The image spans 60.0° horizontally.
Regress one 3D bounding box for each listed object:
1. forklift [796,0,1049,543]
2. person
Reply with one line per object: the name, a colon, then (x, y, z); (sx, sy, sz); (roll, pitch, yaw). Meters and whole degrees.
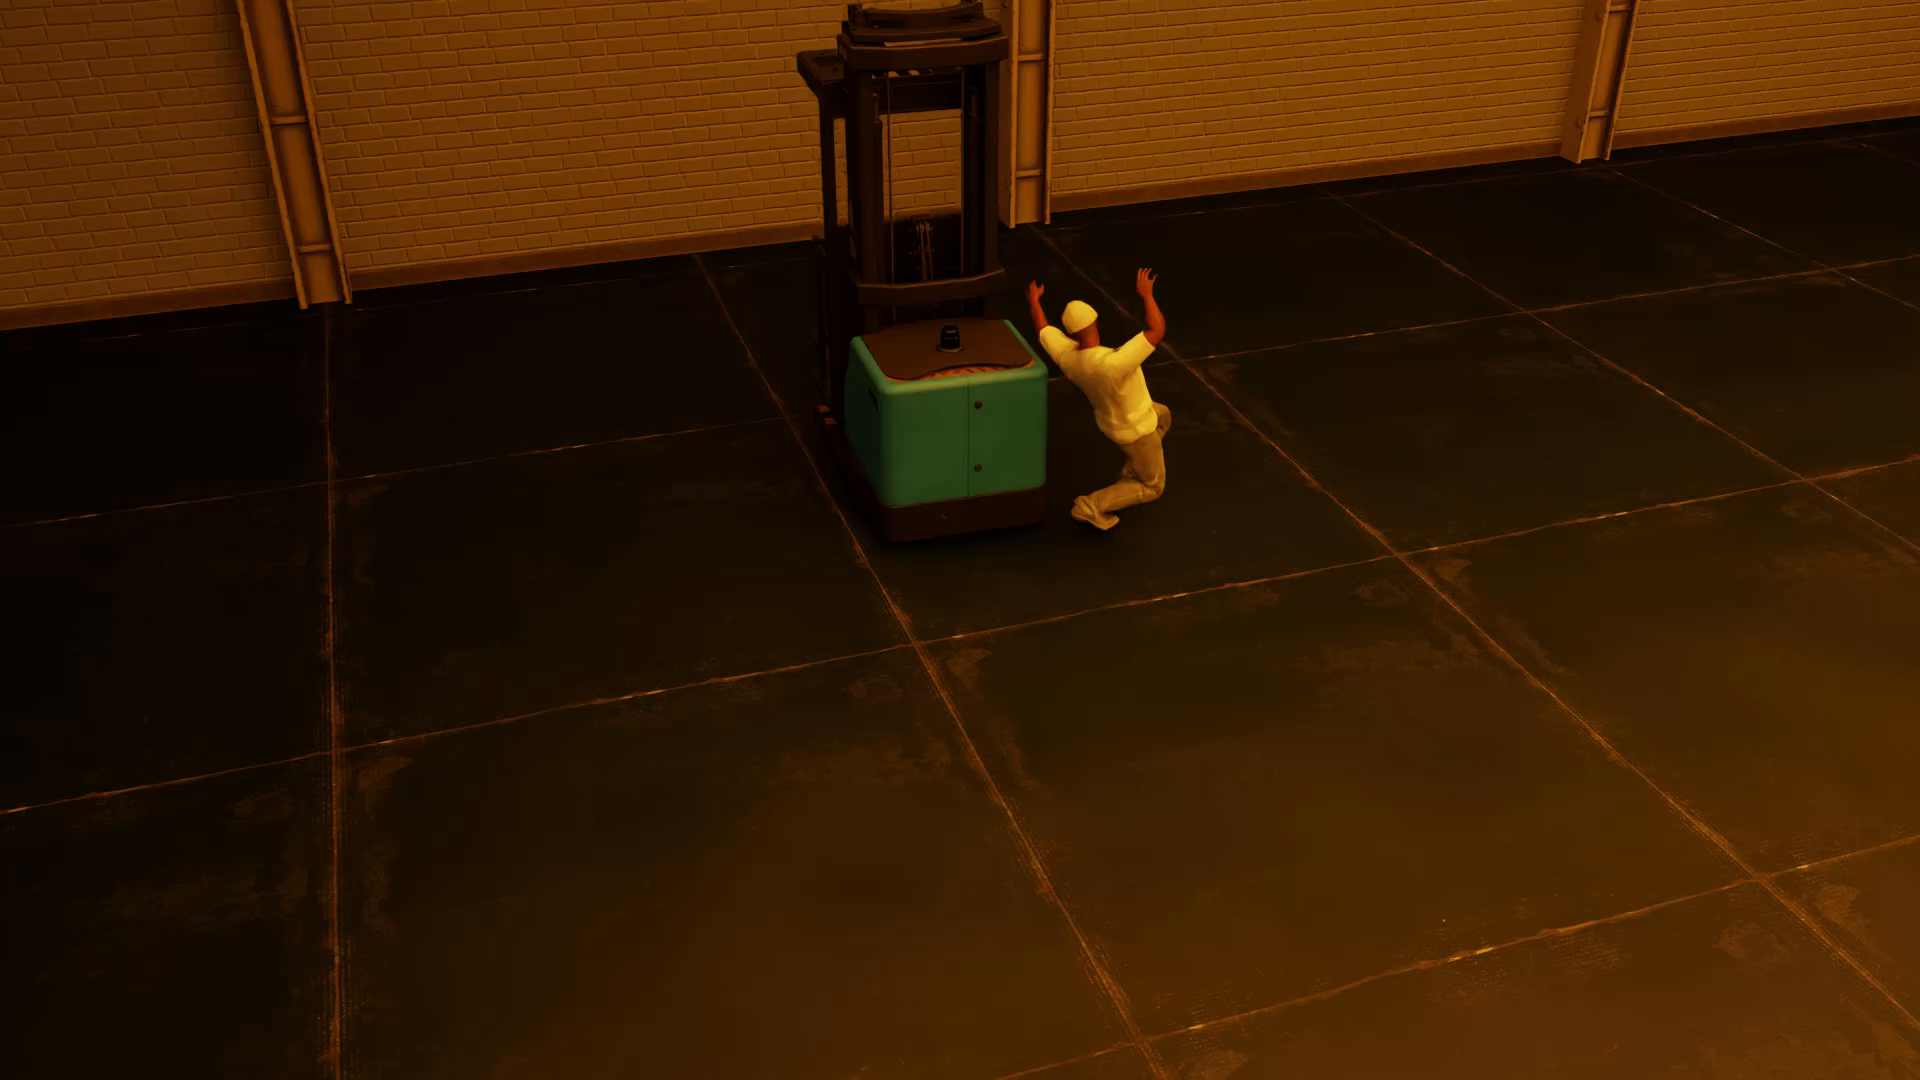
forklift: (-0.369, -1.977, 10.523); (1.130, 2.935, 3.031); (-8, 31, -14)
person: (0.898, -0.932, 10.056); (0.842, 1.635, 1.154); (-12, 32, -20)
